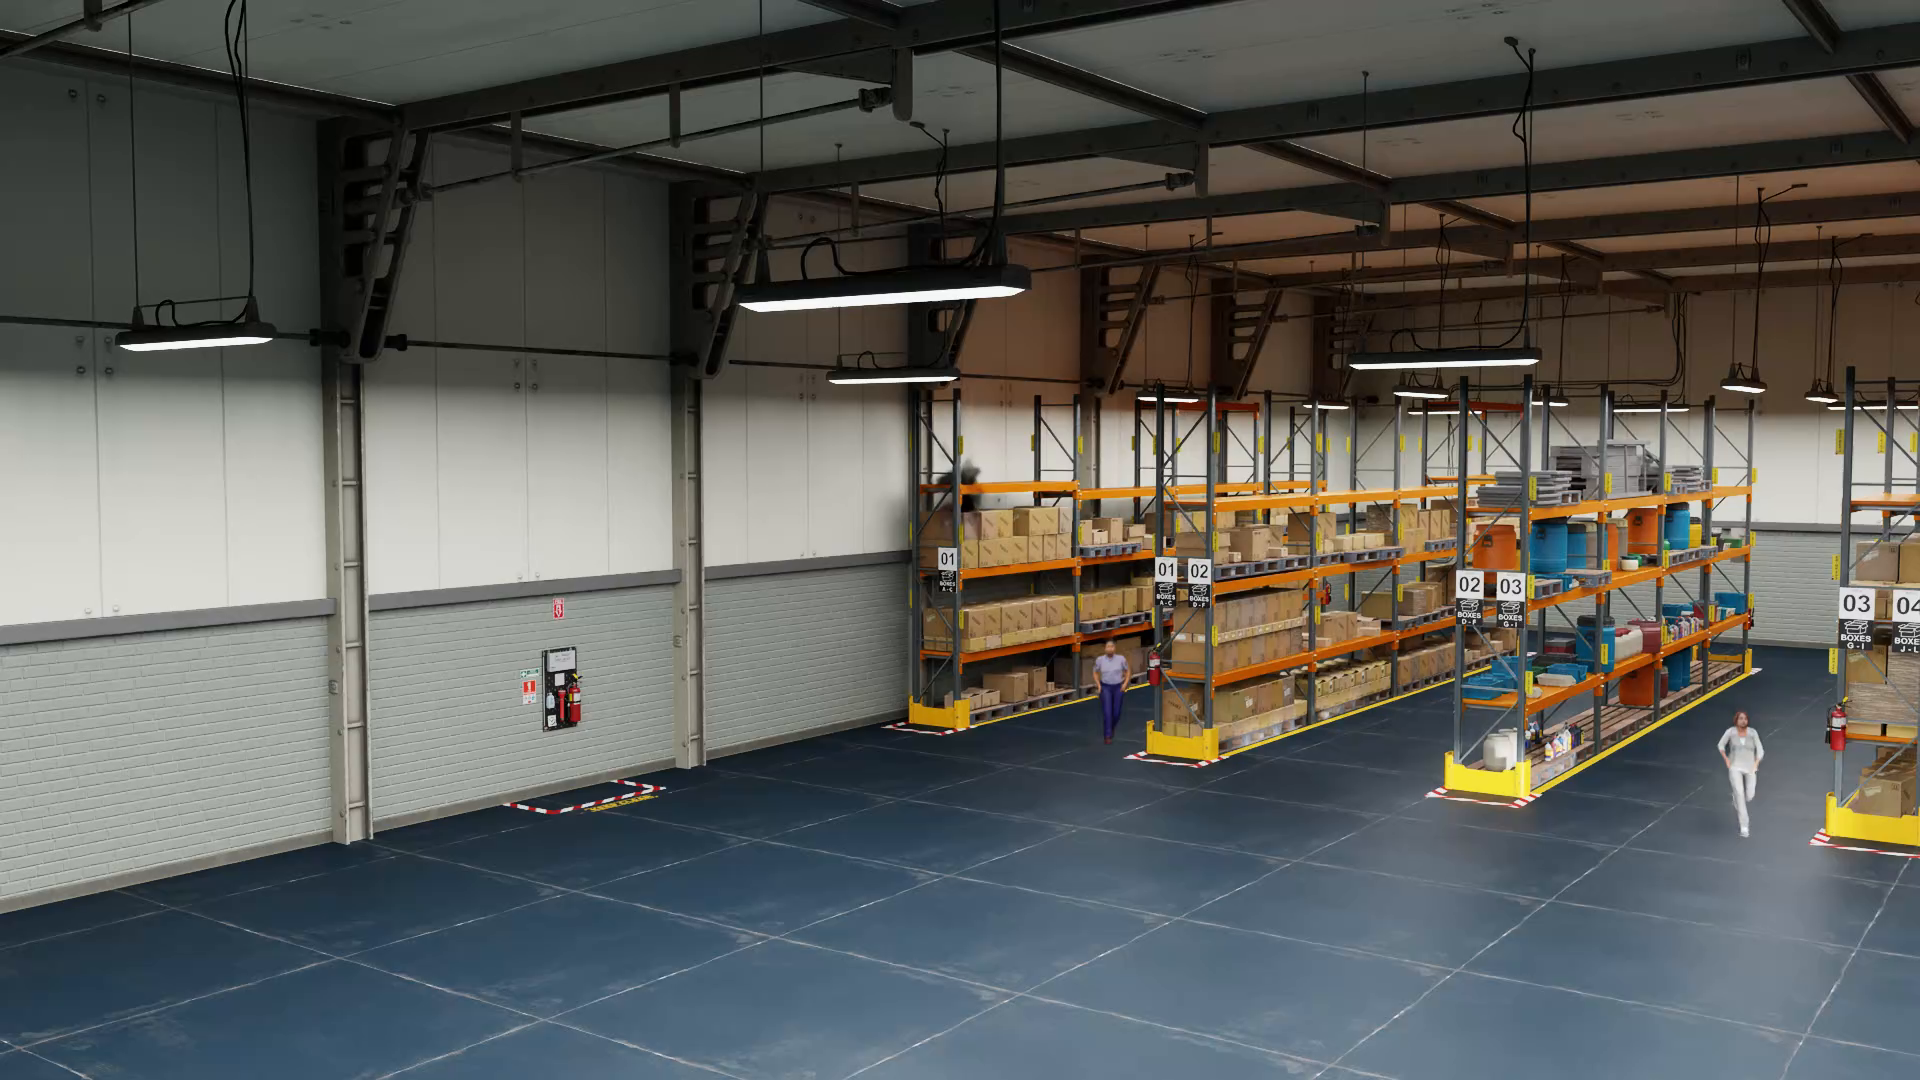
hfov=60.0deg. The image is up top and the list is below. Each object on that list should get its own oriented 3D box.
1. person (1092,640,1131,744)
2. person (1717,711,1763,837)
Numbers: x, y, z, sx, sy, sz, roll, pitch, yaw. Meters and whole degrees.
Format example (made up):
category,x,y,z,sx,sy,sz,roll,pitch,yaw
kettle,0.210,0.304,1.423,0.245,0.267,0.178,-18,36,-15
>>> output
category,x,y,z,sx,sy,sz,roll,pitch,yaw
person,2.408,2.400,26.421,0.608,1.629,0.594,0,3,1
person,10.169,3.007,21.664,0.521,1.577,0.909,1,3,11
